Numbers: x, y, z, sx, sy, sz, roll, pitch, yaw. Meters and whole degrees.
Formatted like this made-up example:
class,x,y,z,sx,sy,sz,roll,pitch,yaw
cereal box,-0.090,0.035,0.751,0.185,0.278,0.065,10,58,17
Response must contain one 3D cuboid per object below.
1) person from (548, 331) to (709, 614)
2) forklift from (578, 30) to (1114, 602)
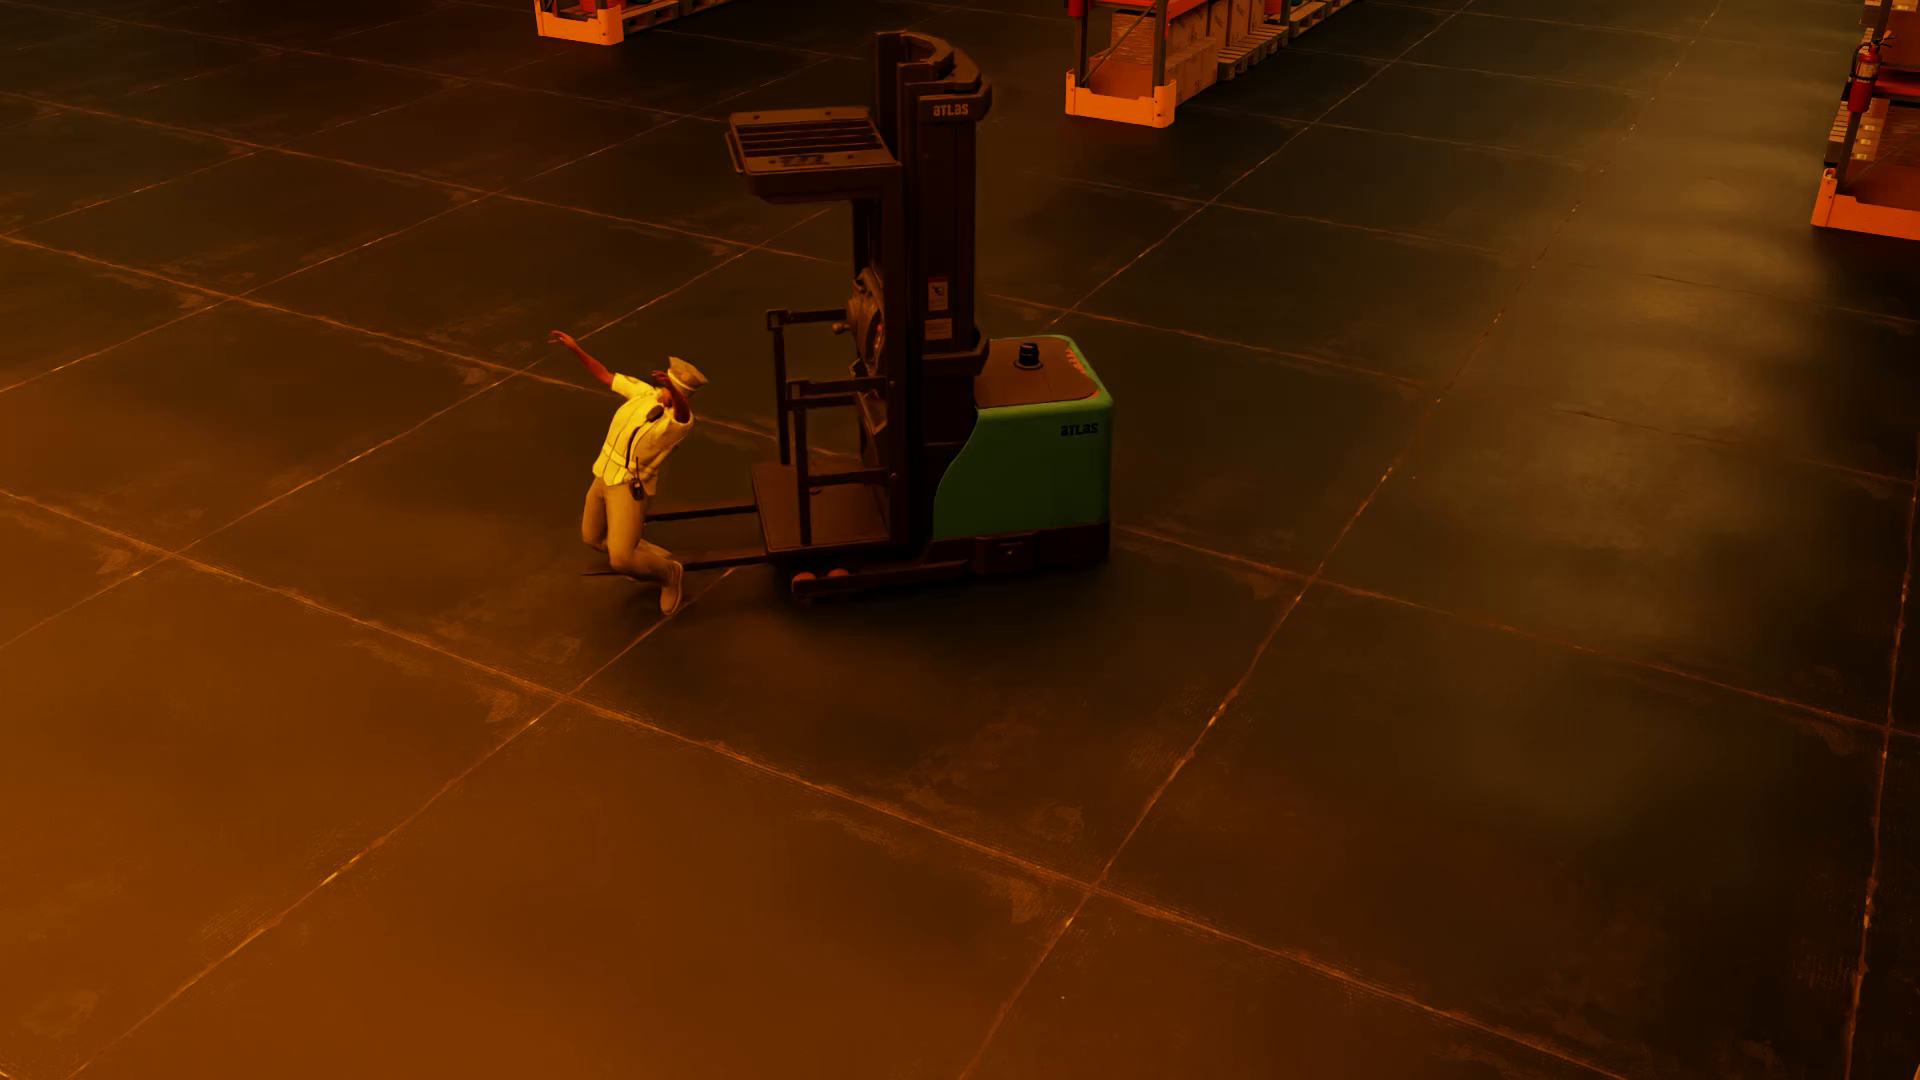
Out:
class,x,y,z,sx,sy,sz,roll,pitch,yaw
person,-1.672,-0.357,8.981,0.761,1.569,0.879,-20,36,-31
forklift,-0.697,-1.206,9.160,3.031,2.935,1.130,-6,31,-10
